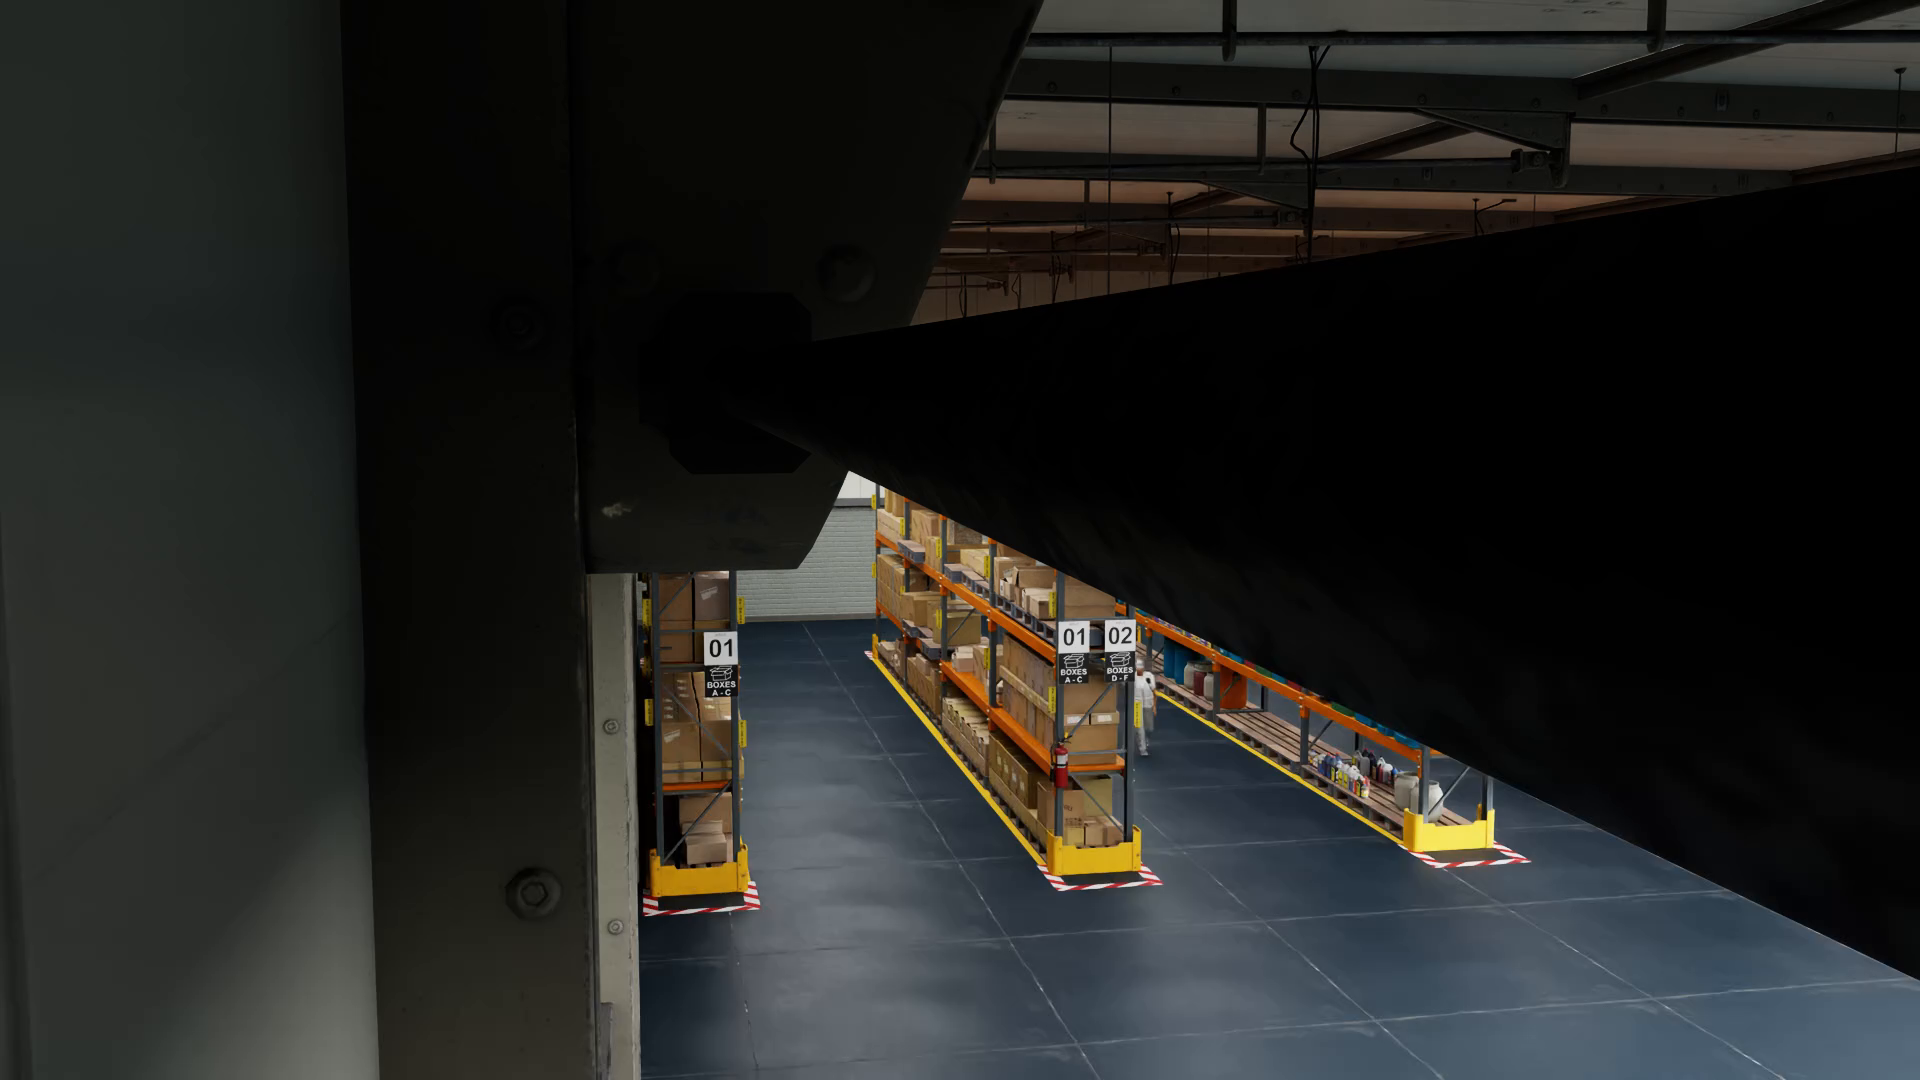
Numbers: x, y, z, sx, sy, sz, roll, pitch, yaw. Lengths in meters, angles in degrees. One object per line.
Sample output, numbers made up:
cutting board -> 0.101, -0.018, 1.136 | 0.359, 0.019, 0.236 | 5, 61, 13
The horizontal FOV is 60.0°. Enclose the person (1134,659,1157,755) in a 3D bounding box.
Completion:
person -> 3.018, 2.730, 27.545 | 0.470, 1.549, 0.953 | -1, 6, -5
